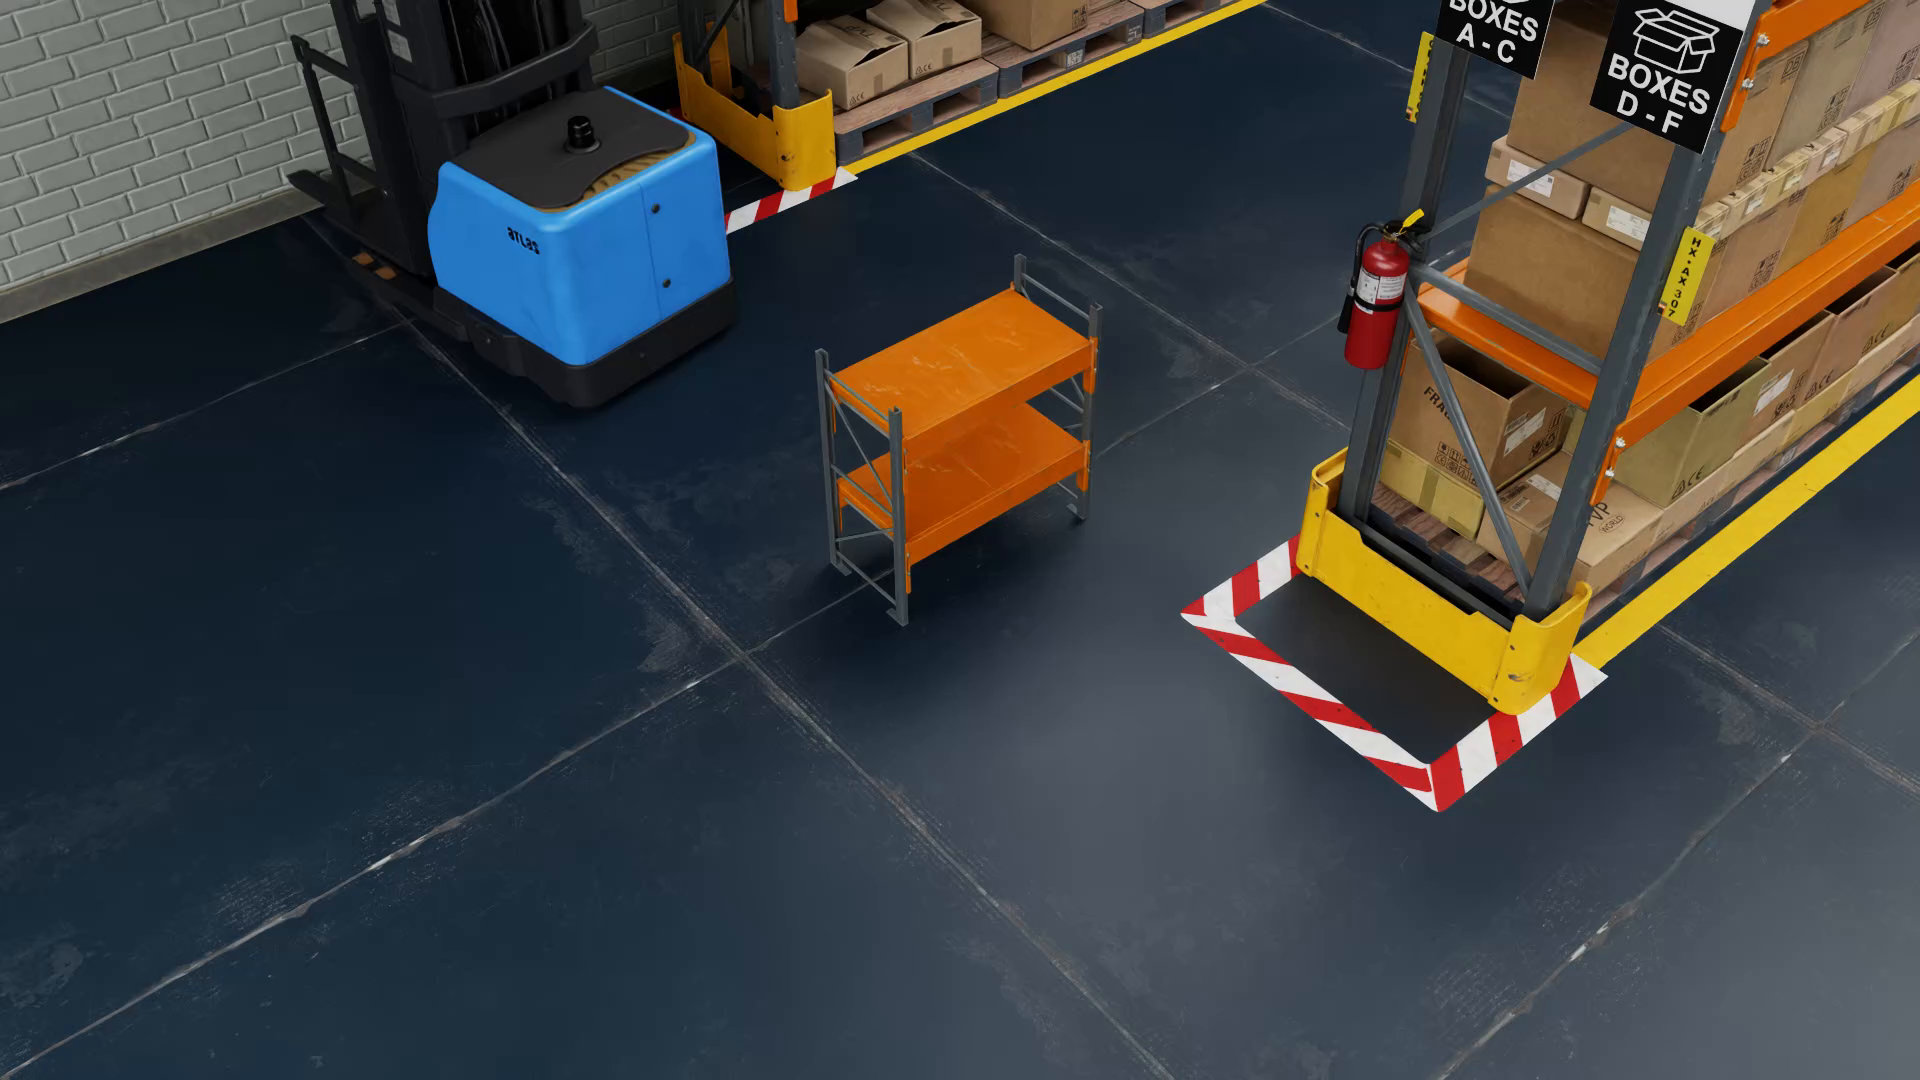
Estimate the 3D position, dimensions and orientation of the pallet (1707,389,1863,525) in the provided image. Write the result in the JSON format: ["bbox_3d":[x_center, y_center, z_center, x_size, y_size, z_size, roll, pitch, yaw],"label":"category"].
[{"bbox_3d":[3.434,-0.655,7.793,1.213,0.211,1.003,-30,51,-28],"label":"pallet"}]

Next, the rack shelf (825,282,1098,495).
[{"bbox_3d":[0.005,-0.626,6.668,1.000,0.278,0.538,-30,51,-28],"label":"rack shelf"}]

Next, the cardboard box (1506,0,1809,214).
[{"bbox_3d":[2.346,-1.511,5.648,0.500,0.500,0.700,-30,51,-28],"label":"cardboard box"}]

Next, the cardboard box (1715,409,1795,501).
[{"bbox_3d":[3.258,-0.491,7.283,0.500,0.250,0.500,-30,51,-28],"label":"cardboard box"}]

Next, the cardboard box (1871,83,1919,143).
[{"bbox_3d":[3.365,-1.679,6.300,0.250,0.149,0.380,-30,51,-28],"label":"cardboard box"}]

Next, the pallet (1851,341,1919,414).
[{"bbox_3d":[4.371,-1.194,8.367,1.213,0.211,1.003,-30,51,-28],"label":"pallet"}]

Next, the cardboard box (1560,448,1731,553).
[{"bbox_3d":[2.875,-0.272,7.050,0.500,0.250,0.500,-30,51,-28],"label":"cardboard box"}]

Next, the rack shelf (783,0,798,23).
[{"bbox_3d":[0.292,-3.996,9.840,4.000,0.370,1.077,-30,51,-28],"label":"rack shelf"}]

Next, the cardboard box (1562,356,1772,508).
[{"bbox_3d":[2.876,-0.544,6.792,0.500,0.500,0.500,-30,51,-28],"label":"cardboard box"}]

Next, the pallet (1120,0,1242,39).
[{"bbox_3d":[1.334,-3.807,11.149,1.213,0.211,1.003,-30,51,-28],"label":"pallet"}]

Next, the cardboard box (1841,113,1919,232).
[{"bbox_3d":[3.491,-1.697,6.792,0.500,0.500,0.700,-28,50,-27],"label":"cardboard box"}]

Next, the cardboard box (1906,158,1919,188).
[{"bbox_3d":[3.883,-1.922,7.033,0.500,0.500,0.700,-29,50,-27],"label":"cardboard box"}]

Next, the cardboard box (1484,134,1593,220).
[{"bbox_3d":[2.110,-1.321,5.919,0.250,0.149,0.380,-31,51,-28],"label":"cardboard box"}]

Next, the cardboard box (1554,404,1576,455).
[{"bbox_3d":[2.537,-0.548,7.344,0.500,0.250,0.500,-30,51,-28],"label":"cardboard box"}]

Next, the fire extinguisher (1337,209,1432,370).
[{"bbox_3d":[1.551,-0.944,6.121,0.183,0.674,0.296,-30,51,-28],"label":"fire extinguisher"}]

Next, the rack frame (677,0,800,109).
[{"bbox_3d":[-1.242,-3.380,8.658,0.127,3.000,1.000,-30,51,-28],"label":"rack frame"}]

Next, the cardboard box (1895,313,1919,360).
[{"bbox_3d":[4.402,-1.155,7.991,0.500,0.250,0.500,-30,51,-28],"label":"cardboard box"}]

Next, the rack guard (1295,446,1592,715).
[{"bbox_3d":[1.921,0.141,6.734,0.348,0.500,1.175,-30,51,-28],"label":"rack guard"}]

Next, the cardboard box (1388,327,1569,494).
[{"bbox_3d":[2.160,-0.596,6.848,0.500,0.500,0.500,-30,51,-28],"label":"cardboard box"}]

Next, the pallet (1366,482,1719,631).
[{"bbox_3d":[2.499,-0.122,7.226,1.213,0.211,1.003,-30,51,-28],"label":"pallet"}]

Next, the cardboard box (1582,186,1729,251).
[{"bbox_3d":[2.378,-1.113,5.697,0.250,0.149,0.380,-30,51,-28],"label":"cardboard box"}]

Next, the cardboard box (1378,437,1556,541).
[{"bbox_3d":[2.161,-0.322,7.103,0.500,0.250,0.500,-30,51,-28],"label":"cardboard box"}]

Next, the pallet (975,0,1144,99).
[{"bbox_3d":[0.398,-3.268,10.576,1.213,0.211,1.003,-30,51,-28],"label":"pallet"}]

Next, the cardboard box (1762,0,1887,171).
[{"bbox_3d":[2.746,-1.745,5.897,0.500,0.500,0.700,-31,51,-29],"label":"cardboard box"}]

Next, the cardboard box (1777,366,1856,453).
[{"bbox_3d":[3.645,-0.708,7.514,0.500,0.250,0.500,-30,51,-28],"label":"cardboard box"}]

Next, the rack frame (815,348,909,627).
[{"bbox_3d":[-0.385,-0.190,6.630,0.032,1.125,0.500,-30,51,-28],"label":"rack frame"}]

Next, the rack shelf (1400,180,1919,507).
[{"bbox_3d":[3.473,-1.397,7.072,4.000,0.370,1.077,-30,51,-28],"label":"rack shelf"}]

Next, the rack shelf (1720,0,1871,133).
[{"bbox_3d":[3.473,-2.490,6.045,4.000,0.370,1.077,-30,51,-28],"label":"rack shelf"}]

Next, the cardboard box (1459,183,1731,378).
[{"bbox_3d":[2.306,-1.015,6.067,0.500,0.500,0.700,-30,51,-28],"label":"cardboard box"}]

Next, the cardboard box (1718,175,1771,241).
[{"bbox_3d":[2.579,-1.230,5.822,0.250,0.149,0.380,-31,51,-29],"label":"cardboard box"}]

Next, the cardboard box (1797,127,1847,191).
[{"bbox_3d":[2.966,-1.449,6.054,0.250,0.149,0.380,-31,51,-28],"label":"cardboard box"}]

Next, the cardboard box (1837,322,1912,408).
[{"bbox_3d":[4.028,-0.928,7.749,0.500,0.250,0.500,-30,51,-28],"label":"cardboard box"}]

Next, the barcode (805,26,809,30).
[{"bbox_3d":[-0.896,-3.038,9.930,0.075,0.075,0.001,-30,51,-28],"label":"barcode"}]

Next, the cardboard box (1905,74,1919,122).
[{"bbox_3d":[3.558,-1.787,6.415,0.250,0.149,0.380,-29,51,-28],"label":"cardboard box"}]

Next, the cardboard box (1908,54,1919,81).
[{"bbox_3d":[3.516,-2.187,6.367,0.500,0.500,0.700,-30,51,-28],"label":"cardboard box"}]

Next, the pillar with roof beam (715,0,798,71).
[{"bbox_3d":[1.502,-4.068,5.008,0.400,9.000,9.100,-30,51,-28],"label":"pillar with roof beam"}]

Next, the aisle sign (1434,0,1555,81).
[{"bbox_3d":[1.701,-1.853,5.133,0.004,0.787,0.394,-30,51,-28],"label":"aisle sign"}]

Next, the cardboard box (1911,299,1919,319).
[{"bbox_3d":[4.401,-1.430,7.735,0.500,0.500,0.500,-30,51,-28],"label":"cardboard box"}]

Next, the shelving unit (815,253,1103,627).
[{"bbox_3d":[0.005,-0.413,6.868,1.048,1.125,0.538,-30,51,-28],"label":"shelving unit"}]

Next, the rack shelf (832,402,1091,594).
[{"bbox_3d":[0.005,-0.235,7.035,1.000,0.278,0.538,-30,51,-28],"label":"rack shelf"}]

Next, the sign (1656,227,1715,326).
[{"bbox_3d":[2.291,-0.831,5.253,0.005,0.325,0.100,-30,51,-28],"label":"sign"}]

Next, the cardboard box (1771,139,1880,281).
[{"bbox_3d":[3.090,-1.463,6.544,0.500,0.500,0.700,-29,51,-28],"label":"cardboard box"}]

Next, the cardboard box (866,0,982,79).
[{"bbox_3d":[-0.216,-3.067,9.968,0.500,0.311,0.500,-26,49,-25],"label":"cardboard box"}]

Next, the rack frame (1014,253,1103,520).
[{"bbox_3d":[0.395,-0.636,7.106,0.032,1.125,0.500,-30,51,-28],"label":"rack frame"}]

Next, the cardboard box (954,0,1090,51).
[{"bbox_3d":[0.379,-3.432,10.218,0.500,0.500,0.700,-33,52,-30],"label":"cardboard box"}]

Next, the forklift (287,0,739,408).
[{"bbox_3d":[-2.557,-2.553,7.827,3.031,2.935,1.130,31,51,28],"label":"forklift"}]

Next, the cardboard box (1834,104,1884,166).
[{"bbox_3d":[3.169,-1.567,6.180,0.250,0.149,0.380,-32,52,-29],"label":"cardboard box"}]

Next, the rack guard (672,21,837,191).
[{"bbox_3d":[-1.184,-2.502,9.549,0.348,0.500,1.175,-30,51,-28],"label":"rack guard"}]

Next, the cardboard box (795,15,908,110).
[{"bbox_3d":[-0.653,-2.817,9.701,0.500,0.311,0.500,33,52,30],"label":"cardboard box"}]

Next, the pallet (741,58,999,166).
[{"bbox_3d":[-0.538,-2.735,10.008,1.213,0.211,1.003,-30,51,-28],"label":"pallet"}]

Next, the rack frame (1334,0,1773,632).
[{"bbox_3d":[1.939,-0.780,5.890,0.127,3.000,1.000,-30,51,-28],"label":"rack frame"}]

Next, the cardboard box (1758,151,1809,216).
[{"bbox_3d":[2.771,-1.339,5.938,0.250,0.149,0.380,-30,51,-28],"label":"cardboard box"}]

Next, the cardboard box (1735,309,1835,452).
[{"bbox_3d":[3.251,-0.770,7.033,0.500,0.500,0.500,-30,51,-28],"label":"cardboard box"}]

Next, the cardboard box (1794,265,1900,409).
[{"bbox_3d":[3.646,-0.981,7.257,0.500,0.500,0.500,-30,51,-28],"label":"cardboard box"}]

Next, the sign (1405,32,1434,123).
[{"bbox_3d":[1.602,-1.580,5.722,0.005,0.325,0.100,-30,51,-28],"label":"sign"}]

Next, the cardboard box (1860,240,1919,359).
[{"bbox_3d":[4.020,-1.208,7.499,0.500,0.500,0.500,-30,51,-28],"label":"cardboard box"}]

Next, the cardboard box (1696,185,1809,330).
[{"bbox_3d":[2.705,-1.248,6.315,0.500,0.500,0.700,-28,50,-27],"label":"cardboard box"}]

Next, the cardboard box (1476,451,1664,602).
[{"bbox_3d":[2.493,-0.050,6.814,0.500,0.250,0.500,-30,51,-28],"label":"cardboard box"}]

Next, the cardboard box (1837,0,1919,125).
[{"bbox_3d":[3.132,-1.967,6.133,0.500,0.500,0.700,-30,51,-28],"label":"cardboard box"}]

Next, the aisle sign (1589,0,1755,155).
[{"bbox_3d":[2.085,-1.538,4.798,0.004,0.787,0.394,-30,51,-28],"label":"aisle sign"}]
